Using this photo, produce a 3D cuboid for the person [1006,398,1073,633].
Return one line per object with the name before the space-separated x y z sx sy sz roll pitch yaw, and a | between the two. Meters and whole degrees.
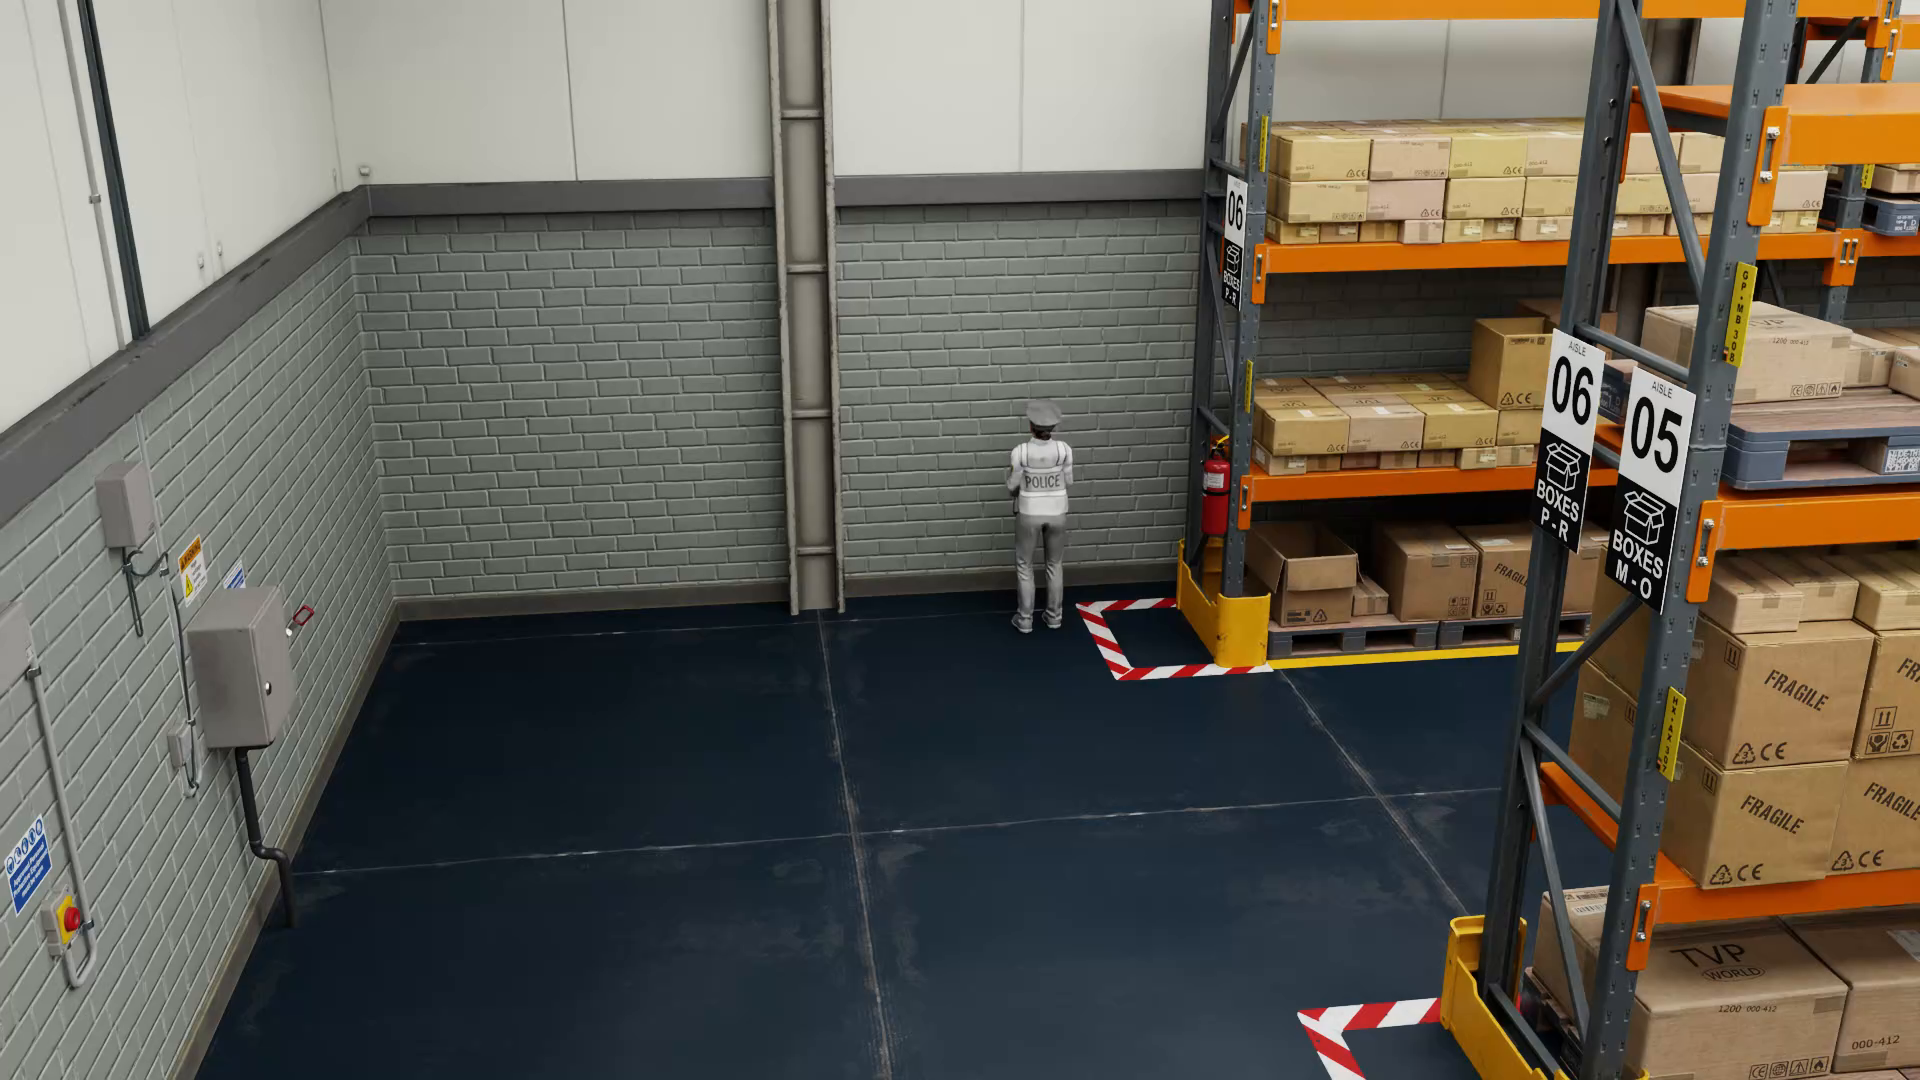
person | 0.546 -0.188 11.548 0.461 1.687 0.562 -3 20 -8
